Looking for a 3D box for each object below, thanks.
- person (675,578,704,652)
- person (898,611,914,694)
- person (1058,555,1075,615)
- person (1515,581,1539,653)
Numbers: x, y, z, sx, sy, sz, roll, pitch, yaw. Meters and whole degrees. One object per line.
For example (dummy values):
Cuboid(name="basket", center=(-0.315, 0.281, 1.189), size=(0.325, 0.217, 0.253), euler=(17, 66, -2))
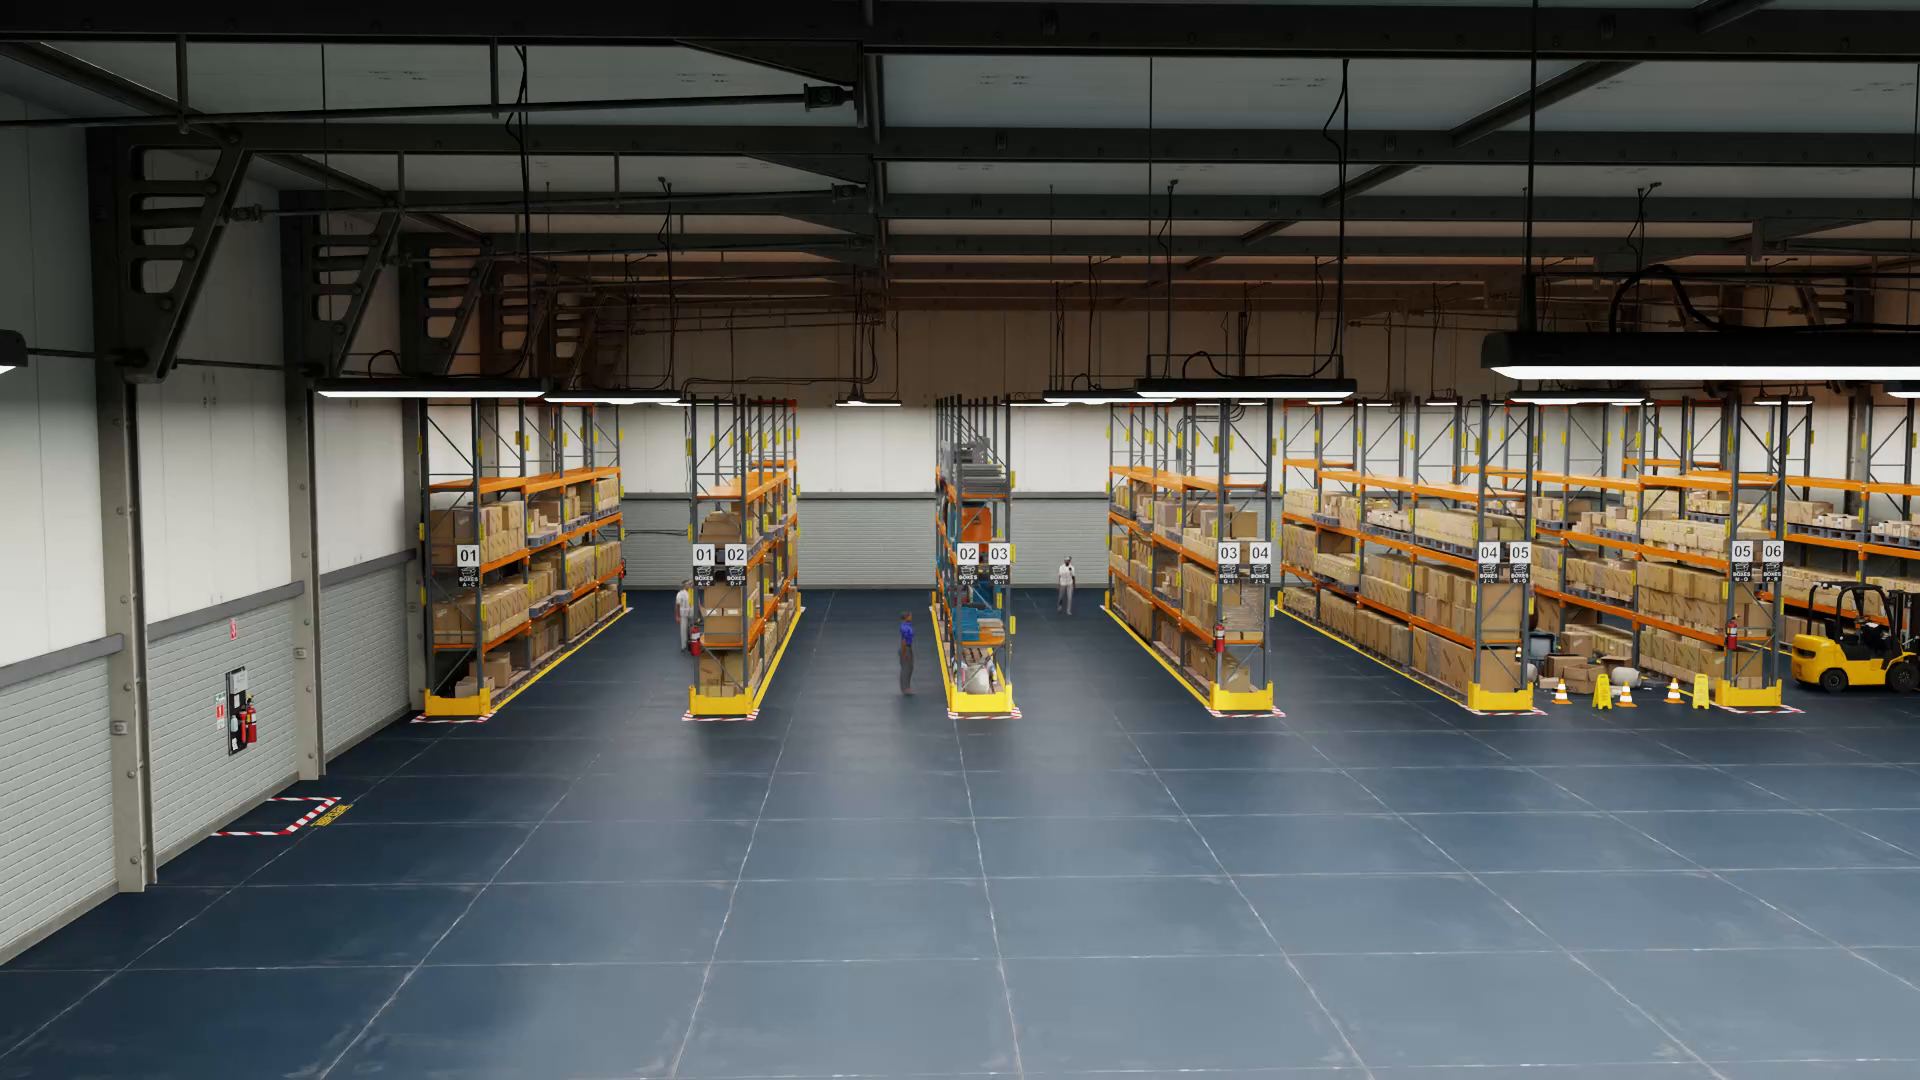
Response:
Cuboid(name="person", center=(-6.373, 1.761, 39.216), size=(0.696, 1.721, 1.060), euler=(0, 5, -4))
Cuboid(name="person", center=(-1.075, 2.295, 33.598), size=(0.334, 1.743, 0.523), euler=(1, 5, 8))
Cuboid(name="person", center=(2.968, 1.249, 46.250), size=(0.477, 1.647, 0.665), euler=(0, 5, -3))
Cuboid(name="person", center=(13.281, 1.807, 38.833), size=(0.726, 1.738, 0.641), euler=(4, 6, 44))
